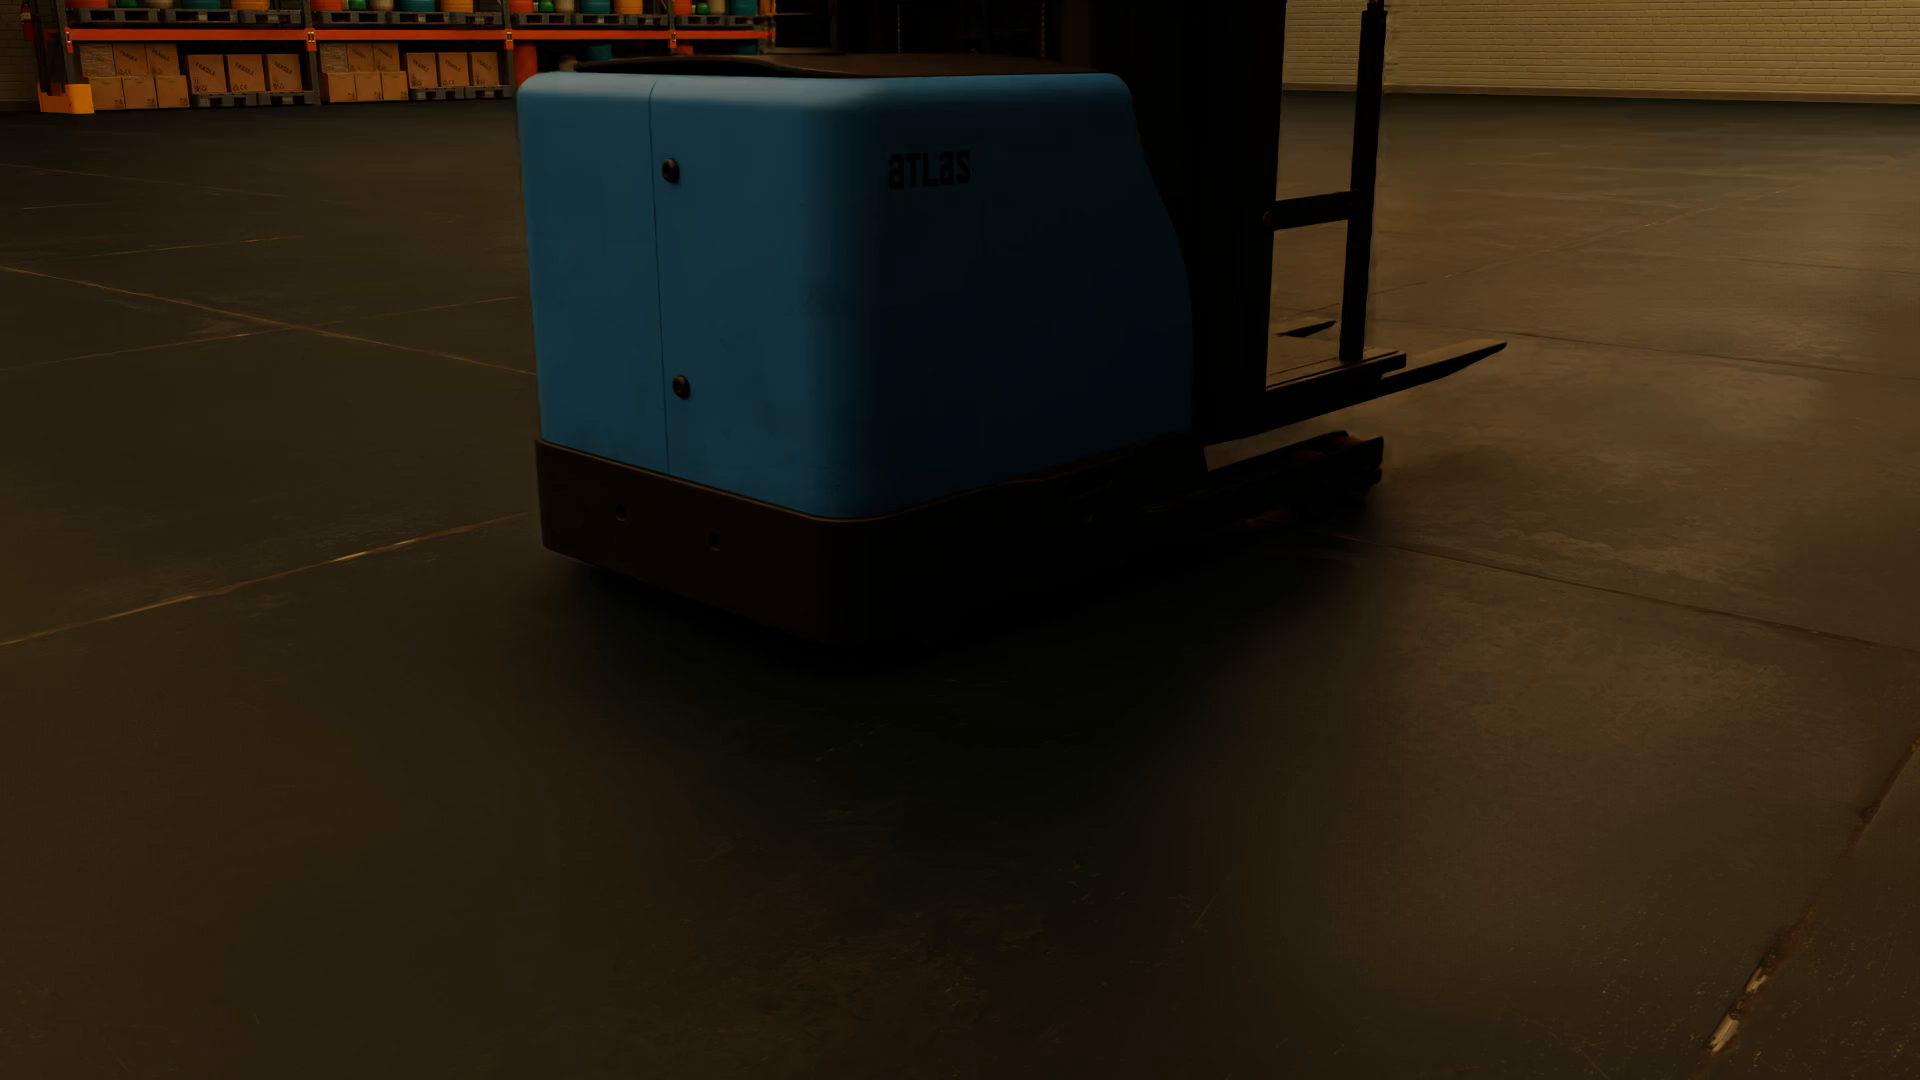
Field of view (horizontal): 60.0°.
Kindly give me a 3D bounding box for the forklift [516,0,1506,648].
[{"bbox_3d":[0.443,-1.552,4.008,1.130,2.935,3.031,15,22,40],"label":"forklift"}]
